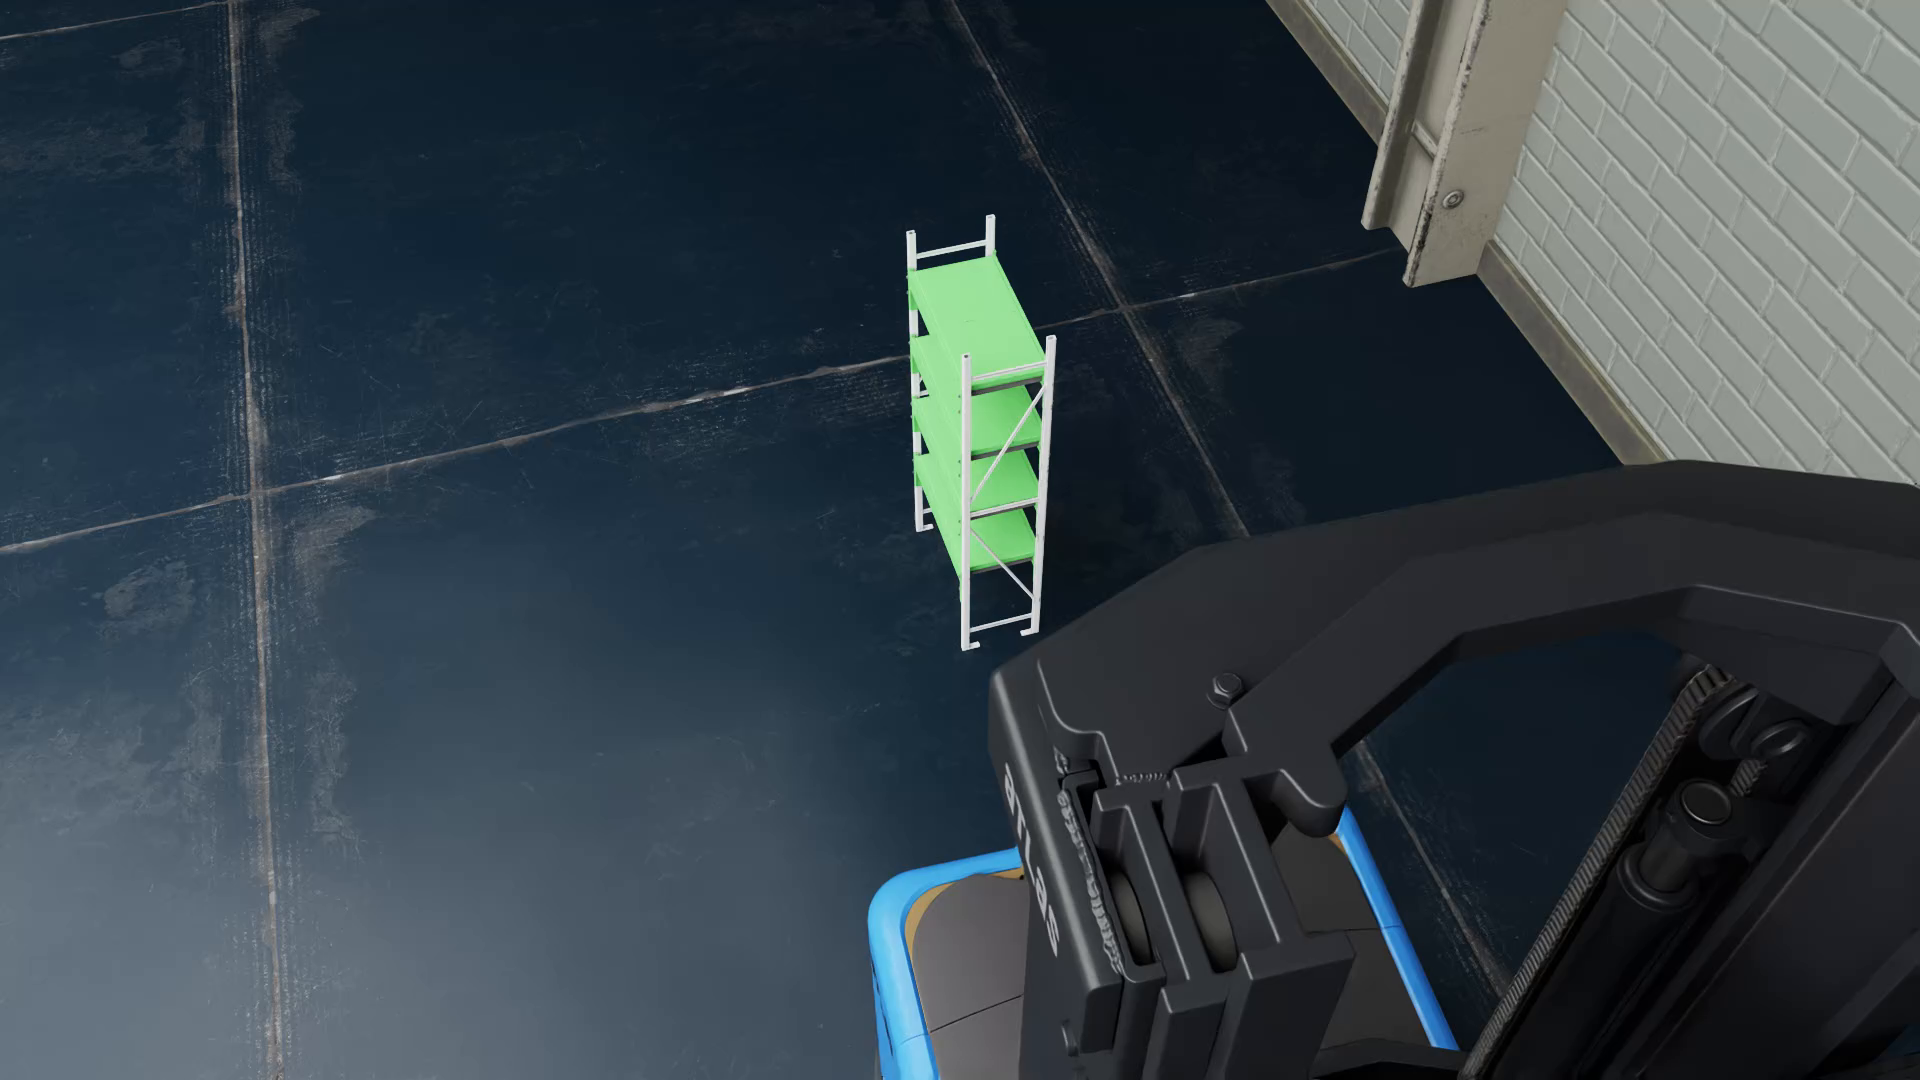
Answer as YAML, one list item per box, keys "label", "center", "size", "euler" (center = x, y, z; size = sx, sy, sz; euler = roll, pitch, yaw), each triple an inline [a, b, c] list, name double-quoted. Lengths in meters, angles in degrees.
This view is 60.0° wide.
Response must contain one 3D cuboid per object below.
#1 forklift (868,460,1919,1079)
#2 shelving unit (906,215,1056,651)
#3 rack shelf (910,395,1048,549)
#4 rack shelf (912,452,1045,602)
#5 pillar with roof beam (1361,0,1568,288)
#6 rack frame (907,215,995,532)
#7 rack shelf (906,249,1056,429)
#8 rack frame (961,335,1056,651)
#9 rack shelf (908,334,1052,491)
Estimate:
- label: "forklift"
  center: [0.645, 1.430, 2.128]
  size: [1.130, 2.935, 3.031]
  euler: [-10, 51, -9]
- label: "shelving unit"
  center: [0.049, -0.266, 4.689]
  size: [0.258, 1.200, 0.503]
  euler: [-13, 51, -11]
- label: "rack shelf"
  center: [0.049, -0.225, 4.738]
  size: [0.258, 0.148, 0.480]
  euler: [-13, 51, -11]
- label: "rack shelf"
  center: [0.049, -0.070, 4.922]
  size: [0.258, 0.148, 0.480]
  euler: [-13, 51, -11]
- label: "pillar with roof beam"
  center: [-2.400, -3.019, 1.910]
  size: [9.100, 9.000, 0.400]
  euler: [-13, 51, -11]
- label: "rack frame"
  center: [-0.023, -0.444, 4.840]
  size: [0.240, 1.200, 0.015]
  euler: [-13, 51, -11]
- label: "rack shelf"
  center: [0.049, -0.534, 4.371]
  size: [0.258, 0.148, 0.480]
  euler: [-13, 51, -11]
- label: "rack frame"
  center: [0.121, -0.088, 4.539]
  size: [0.240, 1.200, 0.015]
  euler: [-13, 51, -11]
- label: "rack shelf"
  center: [0.049, -0.379, 4.555]
  size: [0.258, 0.148, 0.480]
  euler: [-13, 51, -11]
